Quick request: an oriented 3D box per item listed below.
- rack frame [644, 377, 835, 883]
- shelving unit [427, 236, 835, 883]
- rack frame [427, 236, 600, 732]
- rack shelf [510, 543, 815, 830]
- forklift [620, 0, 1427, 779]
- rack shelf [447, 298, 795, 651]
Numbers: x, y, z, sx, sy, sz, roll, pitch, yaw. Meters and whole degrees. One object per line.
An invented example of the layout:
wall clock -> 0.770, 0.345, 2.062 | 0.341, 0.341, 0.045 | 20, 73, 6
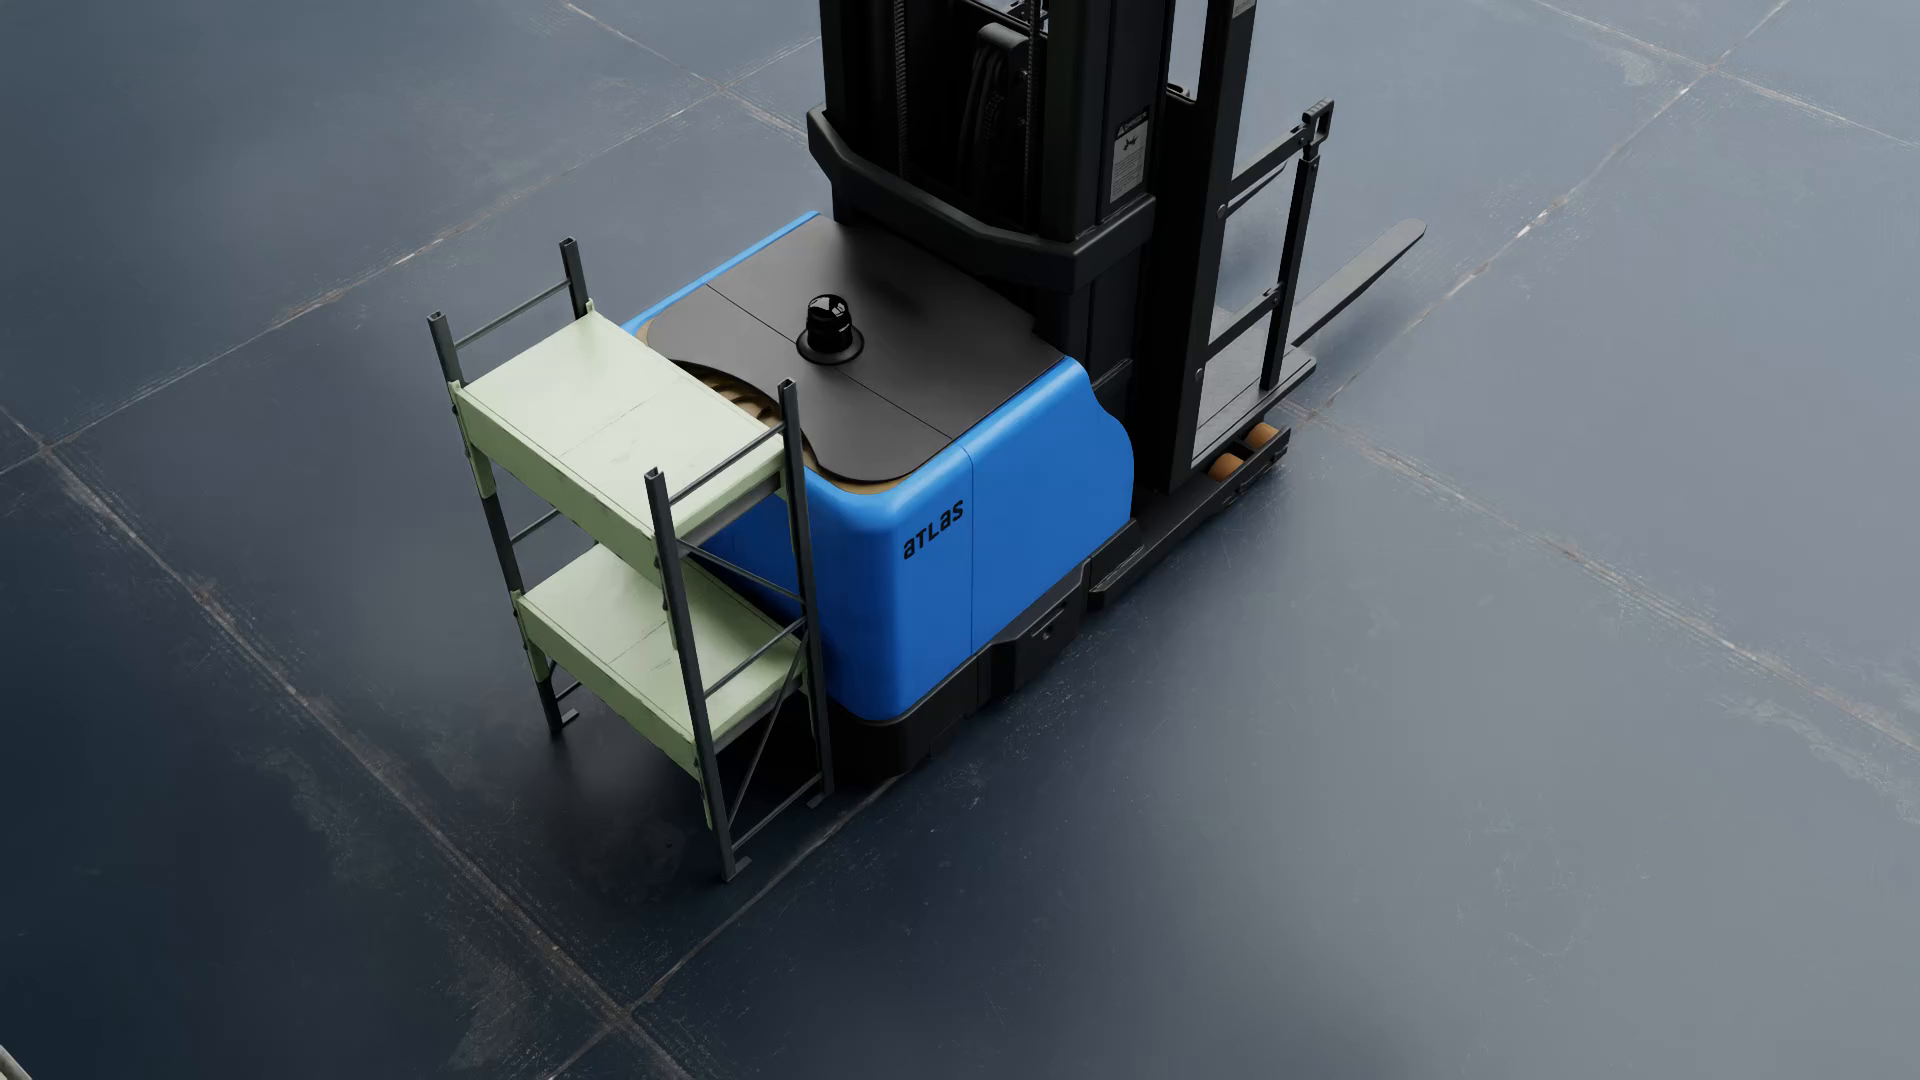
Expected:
rack frame -> -0.488, 0.281, 3.957 | 0.023, 1.500, 0.400 | 34, 55, 27
shelving unit -> -0.759, 0.101, 4.126 | 0.755, 1.500, 0.431 | 34, 55, 27
rack frame -> -1.029, -0.079, 4.295 | 0.023, 1.500, 0.400 | 34, 55, 27
rack shelf -> -0.759, 0.324, 4.364 | 0.720, 0.370, 0.431 | 34, 55, 27
forklift -> 0.425, -1.343, 4.500 | 1.130, 2.935, 3.031 | 34, 55, 27
rack shelf -> -0.759, -0.166, 3.842 | 0.720, 0.370, 0.431 | 34, 55, 27
